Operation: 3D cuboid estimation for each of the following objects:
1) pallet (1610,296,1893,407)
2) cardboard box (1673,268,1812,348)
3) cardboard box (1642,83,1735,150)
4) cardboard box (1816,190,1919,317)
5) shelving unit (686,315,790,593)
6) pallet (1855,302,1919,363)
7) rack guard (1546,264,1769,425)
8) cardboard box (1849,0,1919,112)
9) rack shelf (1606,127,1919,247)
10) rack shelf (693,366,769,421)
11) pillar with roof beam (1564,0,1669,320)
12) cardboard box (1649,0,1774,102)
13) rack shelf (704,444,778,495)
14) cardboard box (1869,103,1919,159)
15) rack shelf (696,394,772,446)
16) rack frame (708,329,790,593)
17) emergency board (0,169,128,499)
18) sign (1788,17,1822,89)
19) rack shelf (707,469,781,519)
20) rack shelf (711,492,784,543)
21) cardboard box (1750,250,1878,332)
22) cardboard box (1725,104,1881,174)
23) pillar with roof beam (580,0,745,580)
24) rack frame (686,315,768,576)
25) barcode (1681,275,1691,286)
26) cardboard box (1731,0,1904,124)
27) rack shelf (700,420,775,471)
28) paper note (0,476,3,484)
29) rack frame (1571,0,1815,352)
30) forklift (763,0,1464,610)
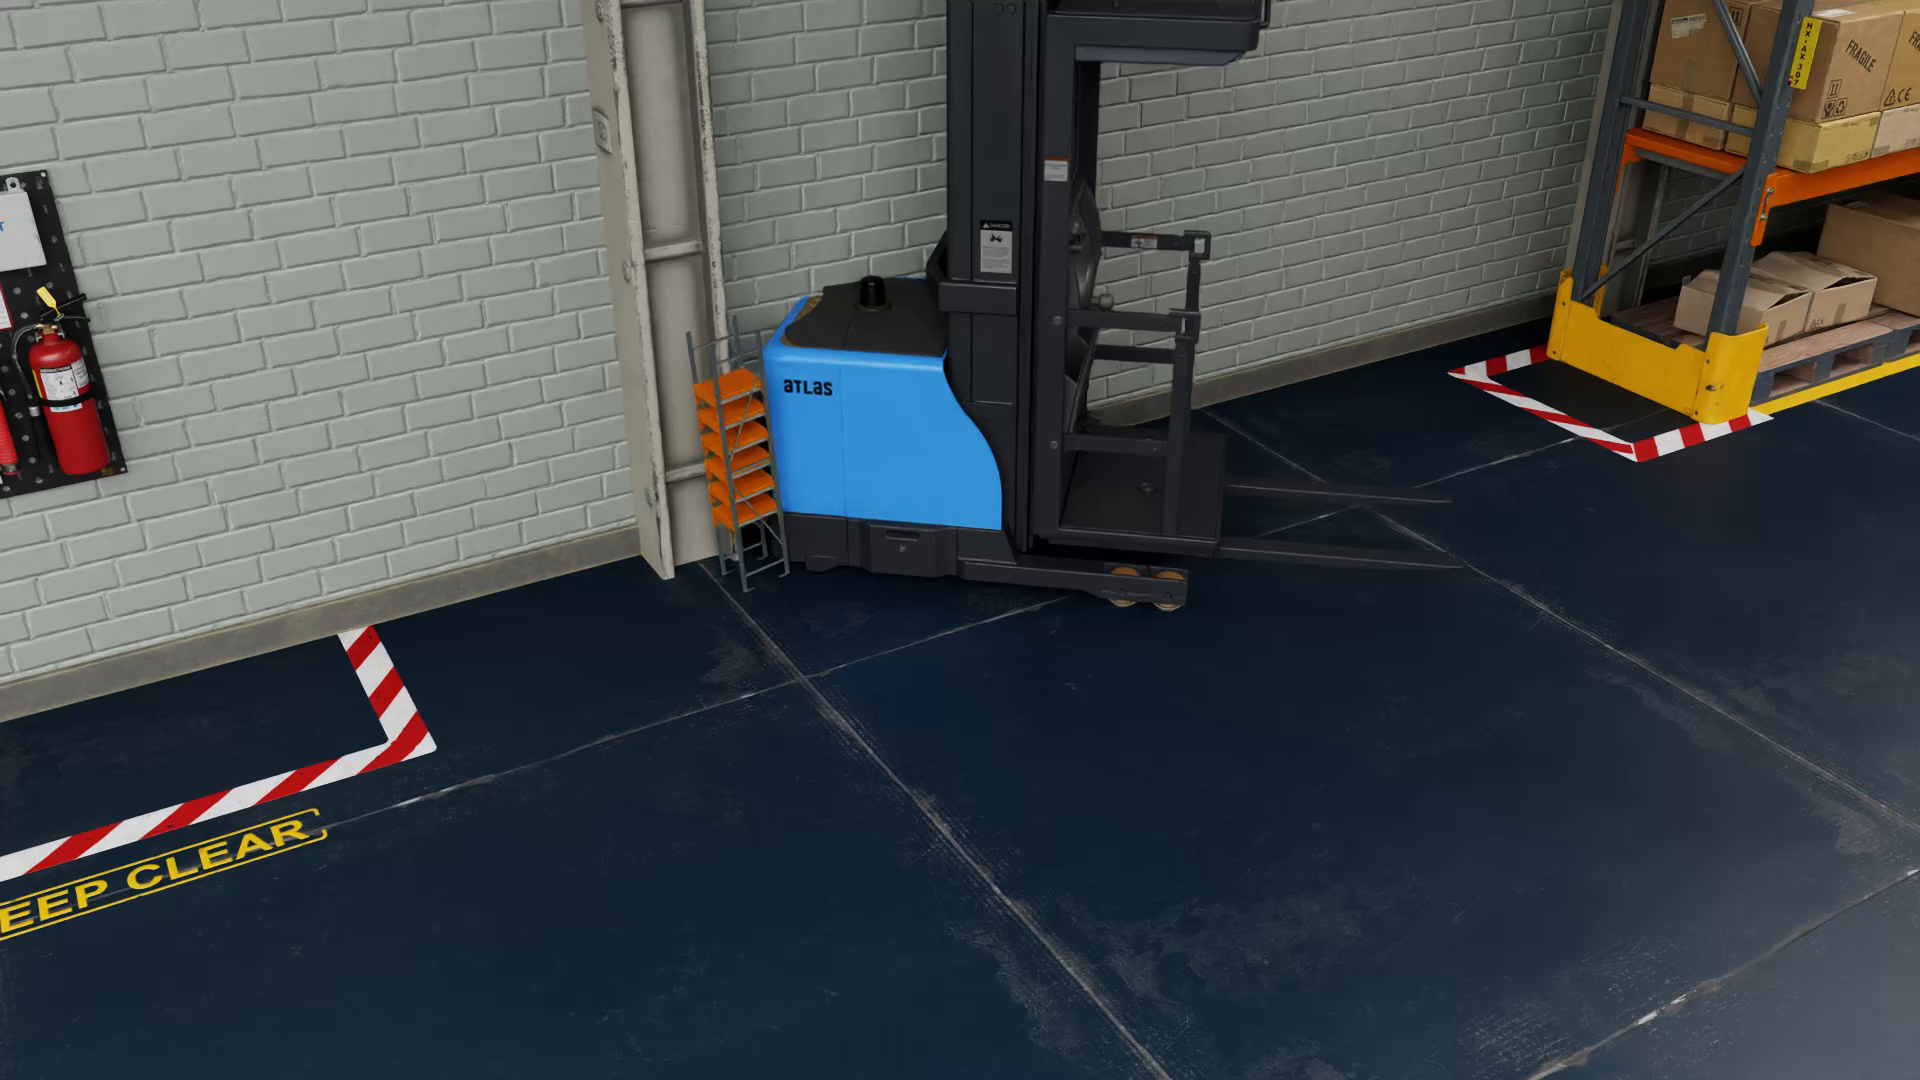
[{"bbox_3d":[4.561,-1.166,9.644,1.213,0.211,1.003,-16,33,-26],"label":"pallet"},{"bbox_3d":[4.419,-1.331,9.385,0.500,0.311,0.500,-20,35,-32],"label":"cardboard box"},{"bbox_3d":[4.082,-2.322,8.988,0.500,0.250,0.500,-15,32,-26],"label":"cardboard box"},{"bbox_3d":[5.568,-1.712,9.880,0.500,0.500,0.700,-18,34,-29],"label":"cardboard box"},{"bbox_3d":[-0.942,-0.350,7.118,0.258,1.200,0.189,-25,38,-30],"label":"shelving unit"},{"bbox_3d":[5.611,-1.463,10.182,1.213,0.211,1.003,-16,33,-26],"label":"pallet"},{"bbox_3d":[3.842,-1.108,9.241,0.348,0.500,1.175,-16,33,-26],"label":"rack guard"},{"bbox_3d":[4.772,-2.564,8.650,0.500,0.500,0.500,-16,33,-26],"label":"cardboard box"},{"bbox_3d":[5.501,-2.359,9.664,4.000,0.370,1.077,-16,33,-26],"label":"rack shelf"},{"bbox_3d":[-0.956,-0.615,6.948,0.258,0.103,0.180,-25,38,-30],"label":"rack shelf"},{"bbox_3d":[6.123,-3.549,4.867,0.400,9.000,9.100,-16,33,-26],"label":"pillar with roof beam"},{"bbox_3d":[4.076,-2.659,8.823,0.500,0.500,0.500,-16,33,-27],"label":"cardboard box"},{"bbox_3d":[-0.939,-0.313,7.142,0.258,0.103,0.180,-25,38,-30],"label":"rack shelf"},{"bbox_3d":[4.799,-2.247,8.852,0.500,0.250,0.500,-17,33,-28],"label":"cardboard box"},{"bbox_3d":[-0.951,-0.514,7.013,0.258,0.103,0.180,-25,38,-30],"label":"rack shelf"},{"bbox_3d":[-0.886,-0.313,7.056,0.240,1.200,0.006,-25,38,-30],"label":"rack frame"},{"bbox_3d":[-3.381,-0.658,5.838,0.643,1.169,0.194,-16,33,-26],"label":"emergency board"},{"bbox_3d":[4.052,-2.337,7.984,0.005,0.325,0.100,-16,33,-26],"label":"sign"},{"bbox_3d":[-0.934,-0.212,7.207,0.258,0.103,0.180,-25,38,-30],"label":"rack shelf"},{"bbox_3d":[-0.928,-0.111,7.272,0.258,0.103,0.180,-25,38,-30],"label":"rack shelf"},{"bbox_3d":[4.910,-1.471,9.638,0.500,0.311,0.500,-13,31,-22],"label":"cardboard box"},{"bbox_3d":[4.358,-2.114,8.611,0.500,0.250,0.500,-17,33,-28],"label":"cardboard box"},{"bbox_3d":[0.950,-2.080,2.206,0.400,9.000,9.100,-16,33,-26],"label":"pillar with roof beam"},{"bbox_3d":[-0.997,-0.387,7.181,0.240,1.200,0.006,-25,38,-30],"label":"rack frame"},{"bbox_3d":[4.232,-1.506,9.693,0.075,0.075,0.001,-16,33,-26],"label":"barcode"},{"bbox_3d":[4.341,-2.447,8.438,0.500,0.500,0.500,-16,33,-26],"label":"cardboard box"},{"bbox_3d":[-0.945,-0.414,7.077,0.258,0.103,0.180,-25,38,-30],"label":"rack shelf"},{"bbox_3d":[-3.568,-0.258,6.024,0.142,0.148,0.016,-16,33,-26],"label":"paper note"},{"bbox_3d":[3.777,-2.184,8.603,0.127,3.000,1.000,-16,33,-26],"label":"rack frame"},{"bbox_3d":[0.713,-1.258,6.996,3.031,2.935,1.130,5,29,9],"label":"forklift"}]
